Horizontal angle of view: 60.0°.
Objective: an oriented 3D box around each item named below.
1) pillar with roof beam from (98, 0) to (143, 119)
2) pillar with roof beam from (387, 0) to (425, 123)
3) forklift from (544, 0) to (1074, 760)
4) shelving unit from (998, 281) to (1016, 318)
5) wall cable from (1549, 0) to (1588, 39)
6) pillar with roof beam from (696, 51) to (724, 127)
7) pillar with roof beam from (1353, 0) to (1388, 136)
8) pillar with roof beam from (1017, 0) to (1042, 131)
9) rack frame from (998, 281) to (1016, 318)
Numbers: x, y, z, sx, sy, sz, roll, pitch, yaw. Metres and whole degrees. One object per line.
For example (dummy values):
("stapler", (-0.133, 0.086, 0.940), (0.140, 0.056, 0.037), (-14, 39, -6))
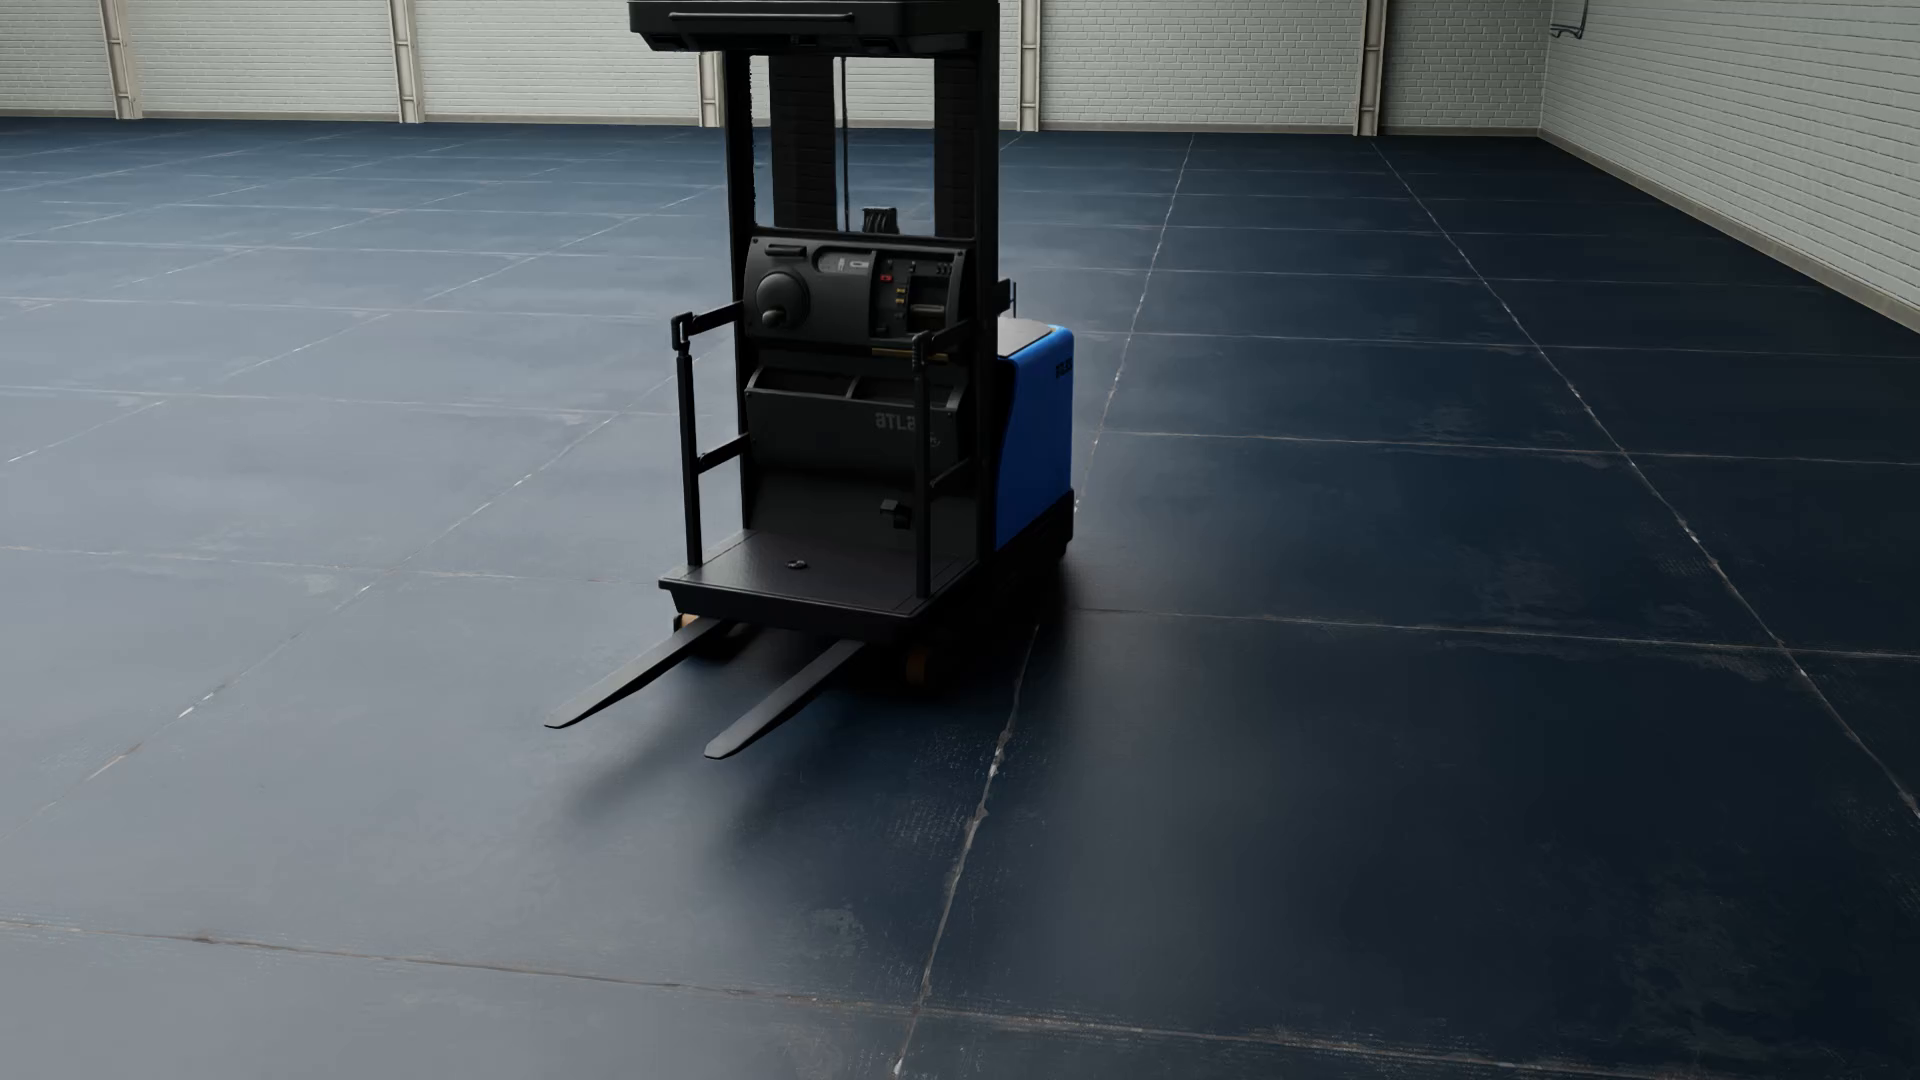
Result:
("pillar with roof beam", (-17.200, -11.306, 27.630), (0.400, 9.000, 9.100), (3, 19, 9))
("pillar with roof beam", (-11.276, -11.004, 26.728), (0.400, 9.000, 9.100), (3, 19, 9))
("forklift", (-0.495, -0.972, 6.310), (1.130, 2.935, 3.031), (7, 20, 21))
("shelving unit", (0.136, -0.638, 8.040), (0.189, 1.200, 0.258), (7, 20, 20))
("wall cable", (9.878, -9.411, 26.863), (0.112, 2.526, 3.097), (3, 19, 9))
("pillar with roof beam", (-5.351, -10.702, 25.825), (0.400, 9.000, 9.100), (3, 19, 9))
("pillar with roof beam", (6.497, -10.098, 24.020), (0.400, 9.000, 9.100), (3, 19, 9))
("pillar with roof beam", (0.573, -10.400, 24.923), (0.400, 9.000, 9.100), (3, 19, 9))
("rack frame", (0.222, -0.628, 8.009), (0.006, 1.200, 0.240), (7, 20, 20))
